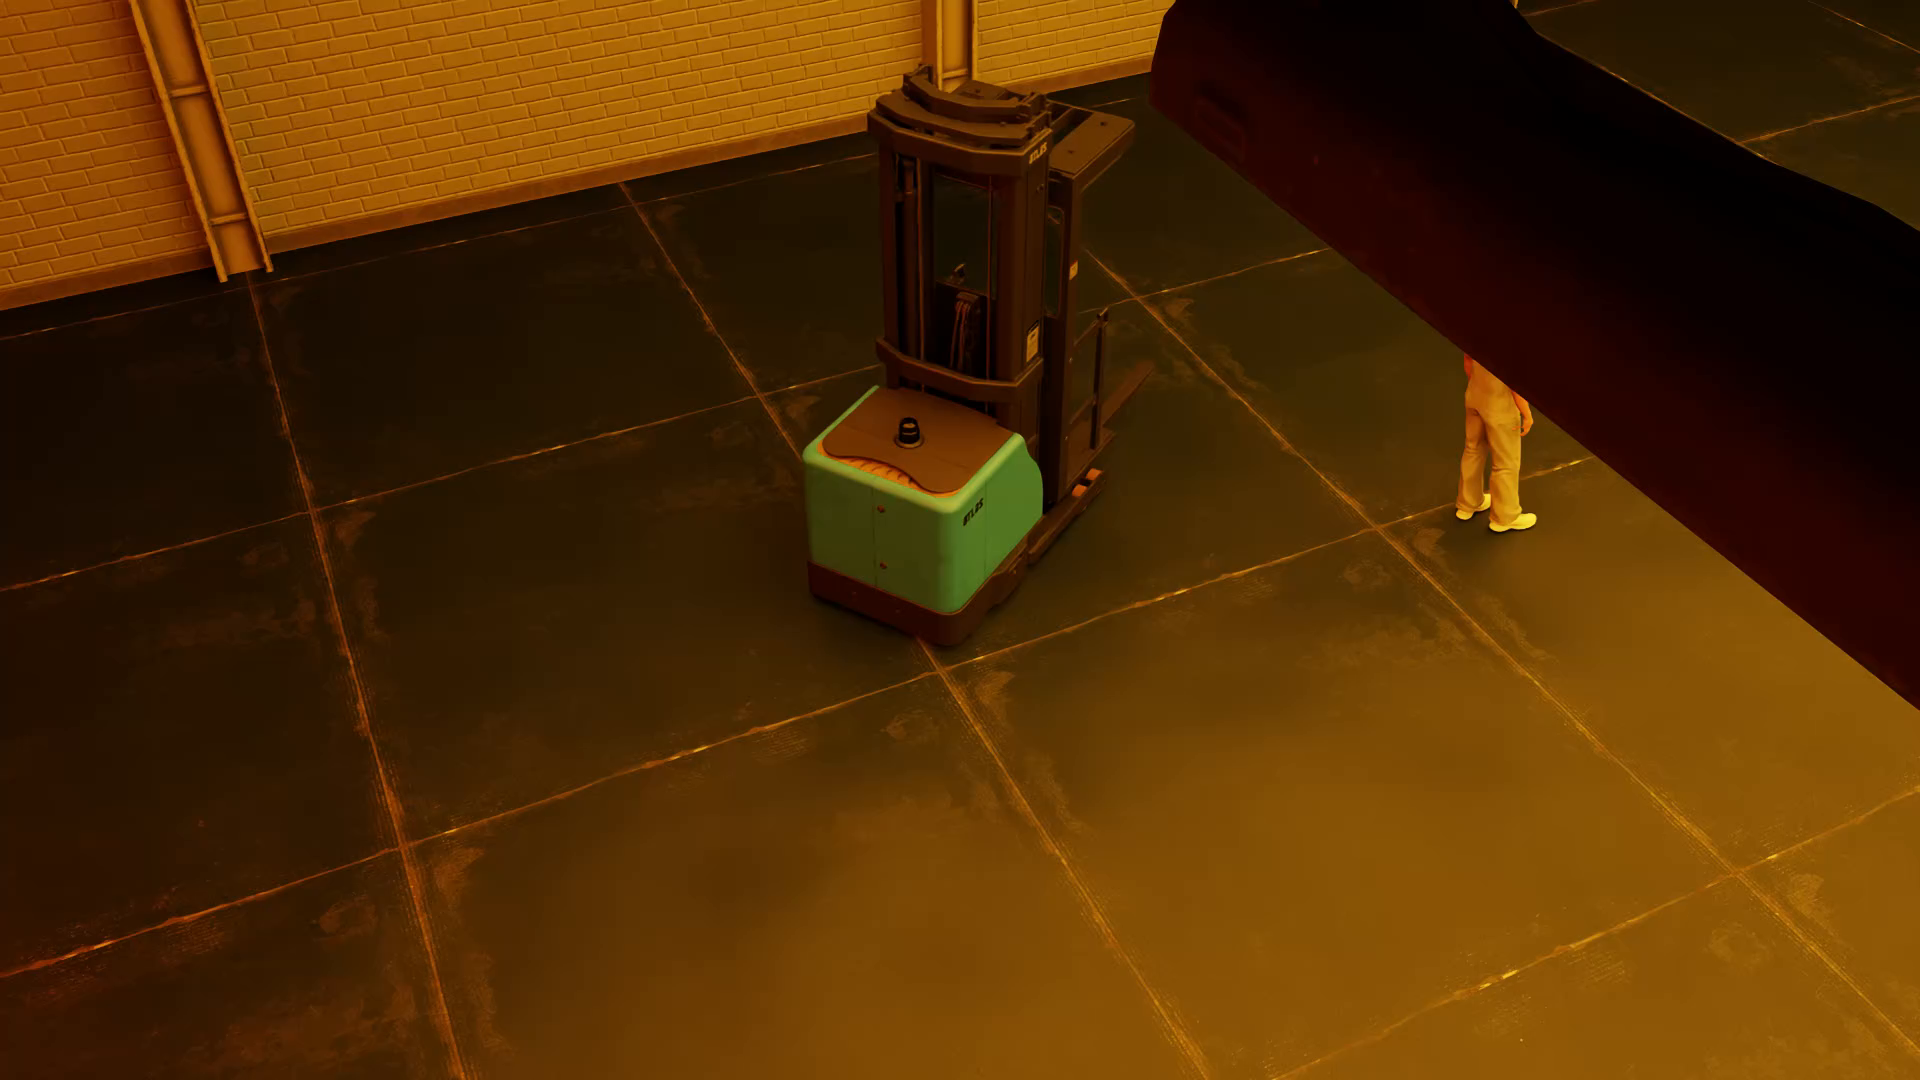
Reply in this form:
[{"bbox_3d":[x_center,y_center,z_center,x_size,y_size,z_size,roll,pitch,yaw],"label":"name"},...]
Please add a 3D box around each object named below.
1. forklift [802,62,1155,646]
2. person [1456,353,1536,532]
[{"bbox_3d":[0.285,-1.448,9.752,1.130,2.935,3.031,21,44,23],"label":"forklift"},{"bbox_3d":[3.252,-0.807,9.969,0.549,1.652,0.549,-17,43,-20],"label":"person"}]
